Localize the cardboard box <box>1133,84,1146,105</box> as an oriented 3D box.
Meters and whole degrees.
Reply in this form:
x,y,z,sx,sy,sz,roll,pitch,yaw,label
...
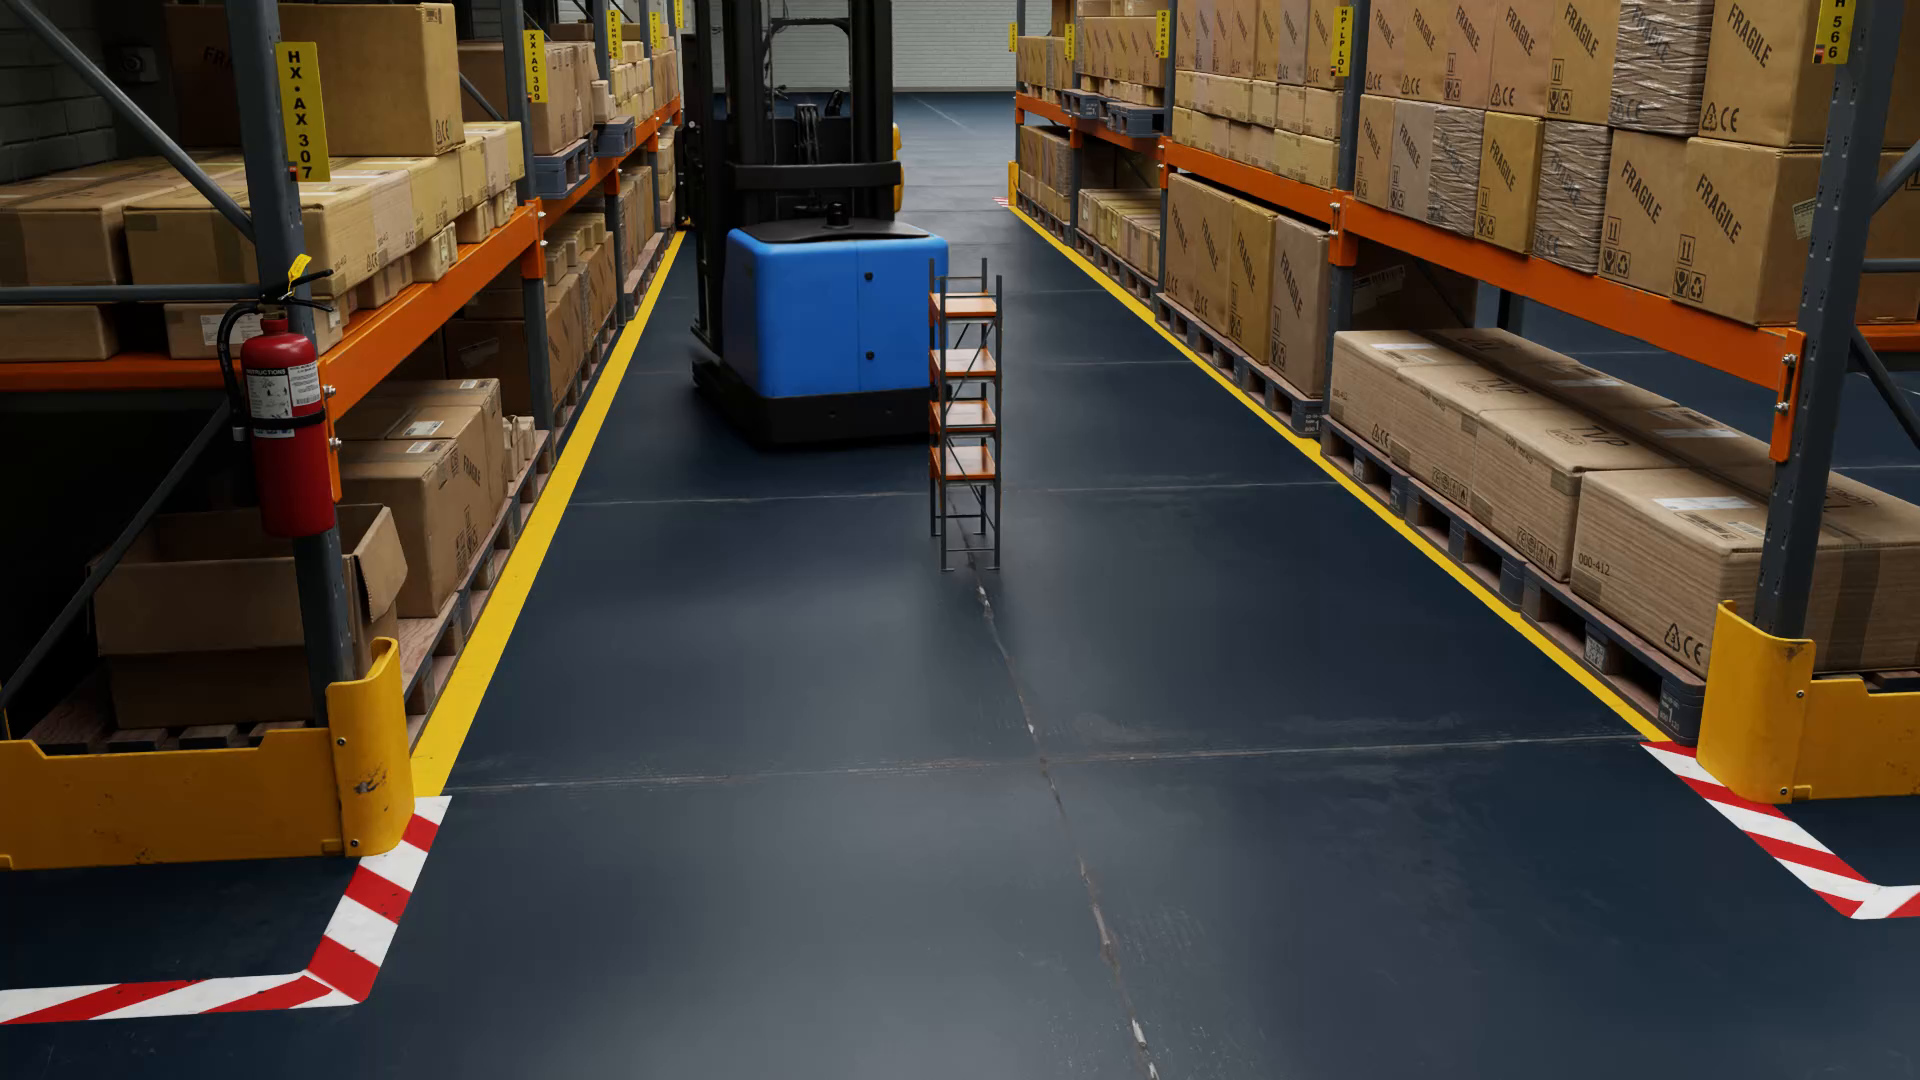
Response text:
x,y,z,sx,sy,sz,roll,pitch,yaw,label
1.557,-3.454,12.888,0.380,0.149,0.250,-2,18,-6,cardboard box

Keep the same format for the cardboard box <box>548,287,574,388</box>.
x,y,z,sx,sy,sz,roll,pitch,yaw,label
-2.420,-1.102,9.153,0.500,0.500,0.500,-2,18,-6,cardboard box

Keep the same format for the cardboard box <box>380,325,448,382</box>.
x,y,z,sx,sy,sz,roll,pitch,yaw,label
-2.874,-0.930,8.604,0.500,0.500,0.500,-2,18,-6,cardboard box

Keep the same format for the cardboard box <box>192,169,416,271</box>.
x,y,z,sx,sy,sz,roll,pitch,yaw,label
-1.948,-0.958,4.973,0.500,0.250,0.500,-2,17,-5,cardboard box

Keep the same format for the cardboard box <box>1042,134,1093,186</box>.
x,y,z,sx,sy,sz,roll,pitch,yaw,label
1.146,-4.041,17.678,0.500,0.500,0.500,-1,17,-3,cardboard box

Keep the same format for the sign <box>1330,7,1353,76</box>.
x,y,z,sx,sy,sz,roll,pitch,yaw,label
1.869,-2.435,8.124,0.100,0.325,0.005,-2,18,-6,sign

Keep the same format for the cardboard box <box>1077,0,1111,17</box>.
x,y,z,sx,sy,sz,roll,pitch,yaw,label
1.279,-4.872,15.239,0.380,0.149,0.250,-2,18,-6,cardboard box

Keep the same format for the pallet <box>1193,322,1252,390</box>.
x,y,z,sx,sy,sz,roll,pitch,yaw,label
2.124,-1.201,10.651,1.003,0.211,1.213,-2,18,-6,pallet

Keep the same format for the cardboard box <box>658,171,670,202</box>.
x,y,z,sx,sy,sz,roll,pitch,yaw,label
-3.097,-3.449,16.211,0.500,0.250,0.500,-2,18,-6,cardboard box

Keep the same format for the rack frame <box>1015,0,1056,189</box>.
x,y,z,sx,sy,sz,roll,pitch,yaw,label
1.170,-5.515,19.736,1.000,3.000,0.127,-2,18,-6,rack frame

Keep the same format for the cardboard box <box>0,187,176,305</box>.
x,y,z,sx,sy,sz,roll,pitch,yaw,label
-2.428,-0.793,4.448,0.500,0.250,0.500,-1,17,-4,cardboard box

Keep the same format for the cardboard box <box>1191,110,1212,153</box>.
x,y,z,sx,sy,sz,roll,pitch,yaw,label
1.866,-2.754,11.192,0.500,0.250,0.500,-2,18,-7,cardboard box

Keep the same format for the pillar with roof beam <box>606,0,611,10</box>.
x,y,z,sx,sy,sz,roll,pitch,yaw,label
-0.929,-9.908,23.713,9.100,9.000,0.400,-2,18,-6,pillar with roof beam

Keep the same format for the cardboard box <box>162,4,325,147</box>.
x,y,z,sx,sy,sz,roll,pitch,yaw,label
-2.641,-1.762,6.282,0.500,0.500,0.500,-2,18,-7,cardboard box

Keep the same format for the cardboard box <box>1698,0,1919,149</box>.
x,y,z,sx,sy,sz,roll,pitch,yaw,label
2.533,-1.409,4.821,0.500,0.500,0.500,-1,17,-4,cardboard box

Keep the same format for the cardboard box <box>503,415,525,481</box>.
x,y,z,sx,sy,sz,roll,pitch,yaw,label
-2.143,-0.418,7.364,0.396,0.266,0.258,-1,17,-4,cardboard box

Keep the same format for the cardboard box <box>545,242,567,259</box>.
x,y,z,sx,sy,sz,roll,pitch,yaw,label
-2.556,-1.684,9.923,0.380,0.149,0.250,-2,18,-5,cardboard box

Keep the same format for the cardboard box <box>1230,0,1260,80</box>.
x,y,z,sx,sy,sz,roll,pitch,yaw,label
1.950,-3.049,10.045,0.500,0.500,0.500,-1,17,-5,cardboard box

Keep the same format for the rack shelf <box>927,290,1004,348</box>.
x,y,z,sx,sy,sz,roll,pitch,yaw,label
0.017,-0.898,6.723,0.258,0.148,0.480,-2,18,-6,rack shelf

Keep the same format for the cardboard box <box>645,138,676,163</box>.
x,y,z,sx,sy,sz,roll,pitch,yaw,label
-3.198,-3.989,17.094,0.500,0.250,0.500,-1,17,-4,cardboard box

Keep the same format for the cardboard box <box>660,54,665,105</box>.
x,y,z,sx,sy,sz,roll,pitch,yaw,label
-3.264,-4.662,16.853,0.500,0.500,0.500,-2,18,-6,cardboard box

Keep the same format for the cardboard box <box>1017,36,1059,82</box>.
x,y,z,sx,sy,sz,roll,pitch,yaw,label
0.943,-5.555,19.199,0.500,0.500,0.500,-2,18,-6,cardboard box

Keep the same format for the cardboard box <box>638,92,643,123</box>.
x,y,z,sx,sy,sz,roll,pitch,yaw,label
-2.964,-3.657,14.067,0.500,0.250,0.500,-2,18,-5,cardboard box

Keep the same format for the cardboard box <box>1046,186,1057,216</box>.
x,y,z,sx,sy,sz,roll,pitch,yaw,label
1.189,-3.538,17.328,0.500,0.250,0.500,-2,18,-7,cardboard box

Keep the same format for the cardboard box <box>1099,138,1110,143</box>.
x,y,z,sx,sy,sz,roll,pitch,yaw,label
1.723,-3.913,17.270,0.500,0.500,0.500,-1,17,-3,cardboard box

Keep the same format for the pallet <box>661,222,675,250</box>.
x,y,z,sx,sy,sz,roll,pitch,yaw,label
-3.395,-3.077,16.624,1.003,0.211,1.213,-2,18,-6,pallet

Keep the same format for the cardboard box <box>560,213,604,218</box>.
x,y,z,sx,sy,sz,roll,pitch,yaw,label
-2.639,-2.155,11.422,0.380,0.149,0.250,-3,18,-8,cardboard box

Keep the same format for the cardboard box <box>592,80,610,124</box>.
x,y,z,sx,sy,sz,roll,pitch,yaw,label
-2.511,-2.801,10.642,0.500,0.250,0.500,-3,18,-8,cardboard box

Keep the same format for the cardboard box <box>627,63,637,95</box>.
x,y,z,sx,sy,sz,roll,pitch,yaw,label
-2.909,-3.741,13.501,0.500,0.250,0.500,-2,17,-5,cardboard box

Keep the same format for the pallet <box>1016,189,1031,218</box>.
x,y,z,sx,sy,sz,roll,pitch,yaw,label
1.226,-3.919,19.307,1.003,0.211,1.213,-2,18,-6,pallet

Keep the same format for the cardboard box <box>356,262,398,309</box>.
x,y,z,sx,sy,sz,roll,pitch,yaw,label
-1.977,-0.809,5.165,0.380,0.149,0.250,-1,17,-4,cardboard box

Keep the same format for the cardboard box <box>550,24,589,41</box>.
x,y,z,sx,sy,sz,roll,pitch,yaw,label
-3.688,-4.754,15.564,0.380,0.149,0.250,-2,18,-6,cardboard box

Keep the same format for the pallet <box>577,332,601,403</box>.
x,y,z,sx,sy,sz,roll,pitch,yaw,label
-2.780,-1.060,10.202,1.003,0.211,1.213,-2,18,-6,pallet

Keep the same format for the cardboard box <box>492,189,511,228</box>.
x,y,z,sx,sy,sz,roll,pitch,yaw,label
-2.146,-1.425,7.126,0.380,0.149,0.250,-1,17,-4,cardboard box

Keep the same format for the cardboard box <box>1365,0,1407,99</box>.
x,y,z,sx,sy,sz,roll,pitch,yaw,label
2.216,-2.315,7.707,0.500,0.500,0.500,-2,18,-5,cardboard box

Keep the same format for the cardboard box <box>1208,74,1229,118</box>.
x,y,z,sx,sy,sz,roll,pitch,yaw,label
1.893,-2.837,10.621,0.500,0.250,0.500,-2,18,-6,cardboard box

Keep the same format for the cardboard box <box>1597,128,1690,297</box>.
x,y,z,sx,sy,sz,roll,pitch,yaw,label
2.470,-1.081,5.446,0.500,0.500,0.500,-2,18,-7,cardboard box

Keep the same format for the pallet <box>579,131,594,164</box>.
x,y,z,sx,sy,sz,roll,pitch,yaw,label
-2.737,-2.306,9.835,1.003,0.211,1.213,-2,18,-6,pallet

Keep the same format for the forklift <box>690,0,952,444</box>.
x,y,z,sx,sy,sz,roll,pitch,yaw,label
-0.989,-2.293,9.588,1.130,2.935,3.031,-6,18,-17,forklift

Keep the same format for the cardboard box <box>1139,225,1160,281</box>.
x,y,z,sx,sy,sz,roll,pitch,yaw,label
1.946,-2.247,13.012,0.950,0.372,0.625,-3,18,-9,cardboard box

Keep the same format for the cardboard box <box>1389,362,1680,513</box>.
x,y,z,sx,sy,sz,roll,pitch,yaw,label
2.458,-0.461,7.213,0.875,0.438,0.875,-2,18,-7,cardboard box

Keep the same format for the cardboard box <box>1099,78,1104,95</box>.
x,y,z,sx,sy,sz,roll,pitch,yaw,label
1.432,-3.995,14.611,0.380,0.149,0.250,-2,17,-5,cardboard box

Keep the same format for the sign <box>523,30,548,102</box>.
x,y,z,sx,sy,sz,roll,pitch,yaw,label
-1.991,-2.217,7.787,0.100,0.325,0.005,-2,18,-6,sign

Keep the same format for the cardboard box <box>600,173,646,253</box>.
x,y,z,sx,sy,sz,roll,pitch,yaw,label
-3.217,-2.850,14.509,0.875,0.625,0.625,-2,18,-6,cardboard box

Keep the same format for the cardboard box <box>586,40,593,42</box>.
x,y,z,sx,sy,sz,roll,pitch,yaw,label
-3.643,-4.614,15.616,0.380,0.149,0.250,-2,18,-6,cardboard box

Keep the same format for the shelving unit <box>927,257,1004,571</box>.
x,y,z,sx,sy,sz,roll,pitch,yaw,label
0.017,-0.523,6.840,0.258,1.200,0.503,-2,18,-6,shelving unit

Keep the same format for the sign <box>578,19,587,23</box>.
x,y,z,sx,sy,sz,roll,pitch,yaw,label
-4.320,-5.796,19.053,0.100,0.325,0.005,-2,18,-6,sign

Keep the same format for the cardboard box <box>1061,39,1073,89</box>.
x,y,z,sx,sy,sz,roll,pitch,yaw,label
1.289,-4.638,16.277,0.500,0.500,0.500,-2,18,-7,cardboard box

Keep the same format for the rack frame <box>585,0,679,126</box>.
x,y,z,sx,sy,sz,roll,pitch,yaw,label
-3.767,-5.360,19.244,1.000,3.000,0.127,-2,18,-6,rack frame

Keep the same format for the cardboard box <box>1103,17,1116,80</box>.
x,y,z,sx,sy,sz,roll,pitch,yaw,label
1.499,-4.115,13.912,0.500,0.500,0.500,-2,18,-8,cardboard box

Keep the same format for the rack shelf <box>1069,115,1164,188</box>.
x,y,z,sx,sy,sz,roll,pitch,yaw,label
1.788,-3.384,14.150,1.077,0.370,4.000,-2,18,-6,rack shelf

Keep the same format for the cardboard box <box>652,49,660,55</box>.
x,y,z,sx,sy,sz,roll,pitch,yaw,label
-3.160,-4.859,16.396,0.380,0.149,0.250,-1,17,-4,cardboard box
